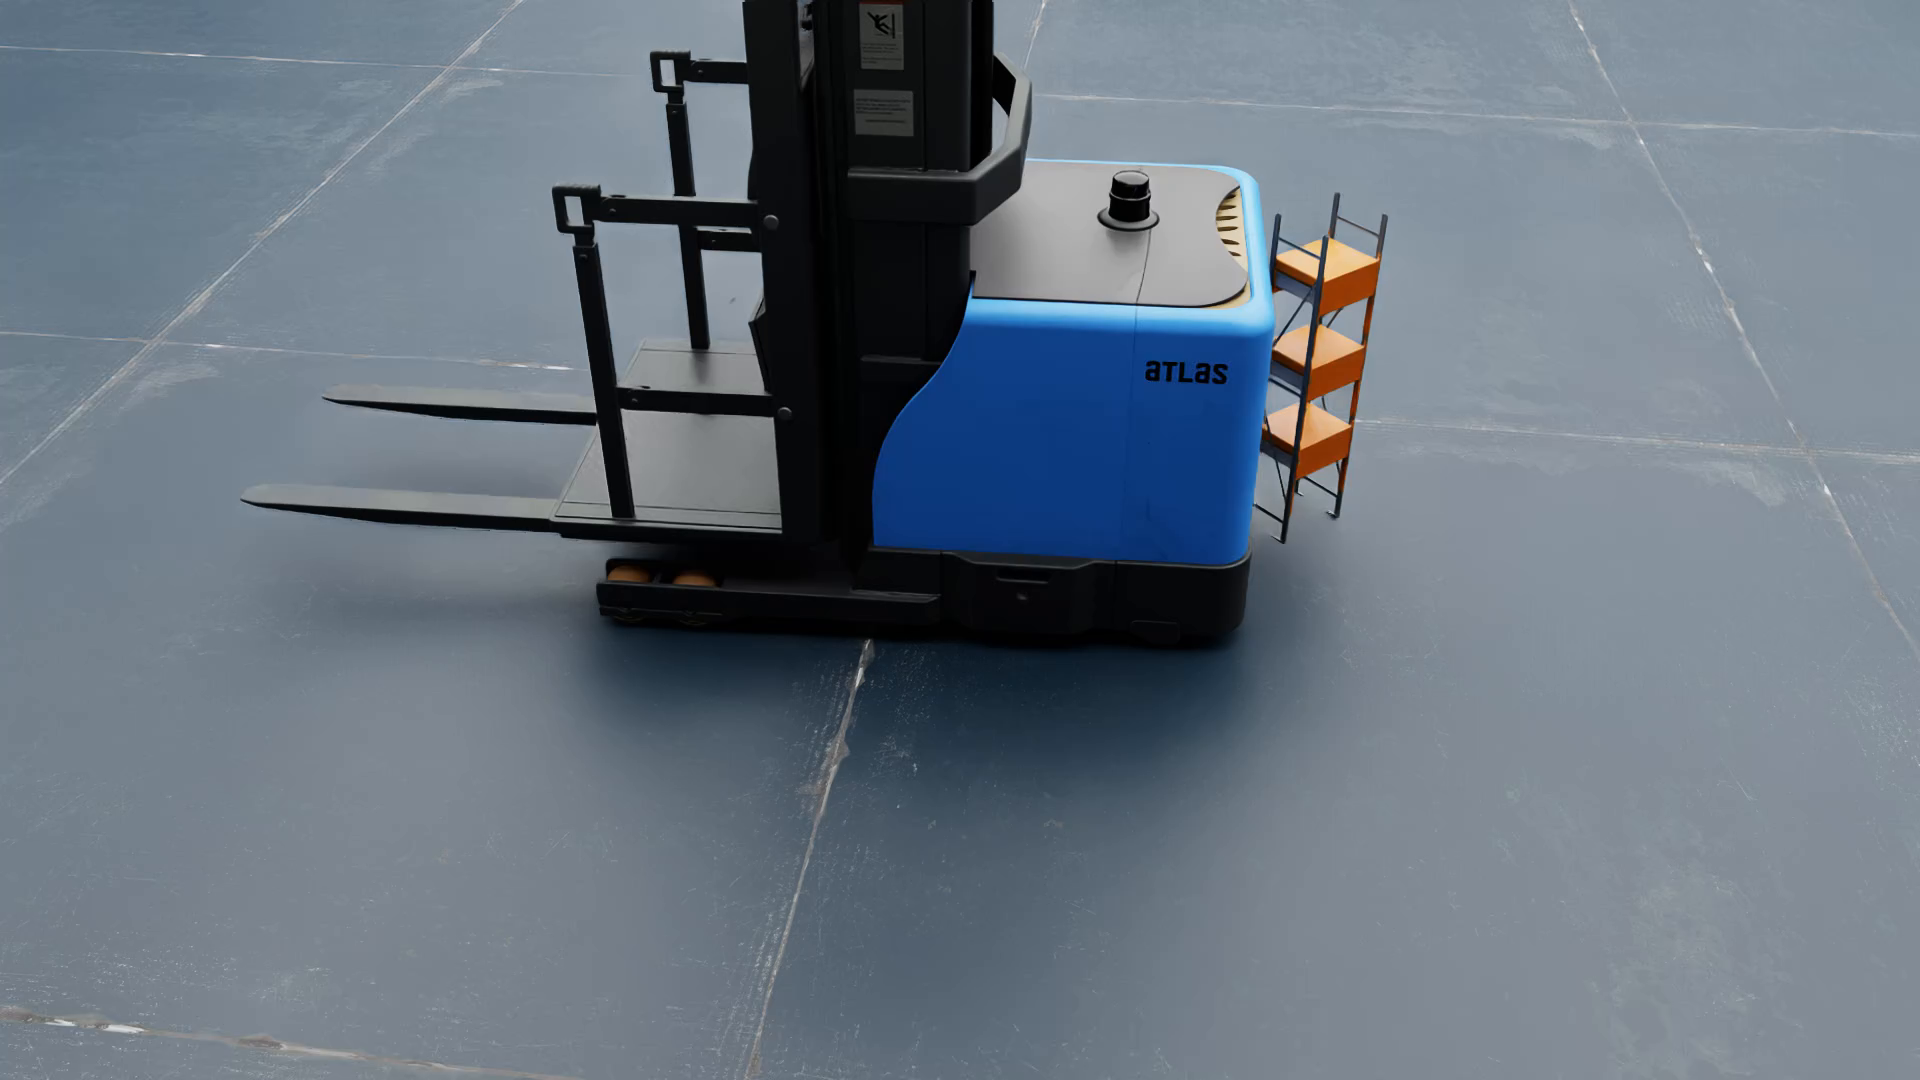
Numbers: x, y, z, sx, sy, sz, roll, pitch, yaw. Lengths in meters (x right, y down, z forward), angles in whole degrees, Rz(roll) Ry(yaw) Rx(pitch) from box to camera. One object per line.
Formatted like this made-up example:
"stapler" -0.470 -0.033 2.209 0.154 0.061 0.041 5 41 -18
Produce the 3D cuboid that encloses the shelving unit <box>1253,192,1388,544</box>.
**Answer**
"shelving unit" 1.061 -0.503 5.050 0.252 1.050 0.215 -23 42 -29

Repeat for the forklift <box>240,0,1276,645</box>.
"forklift" -0.646 -1.243 4.469 3.031 2.935 1.130 3 36 4

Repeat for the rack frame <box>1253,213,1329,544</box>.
"rack frame" 0.963 -0.461 4.991 0.008 1.050 0.200 -23 42 -29

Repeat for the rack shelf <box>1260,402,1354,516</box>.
"rack shelf" 1.060 -0.268 5.218 0.240 0.259 0.215 -23 42 -29

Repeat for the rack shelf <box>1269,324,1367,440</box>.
"rack shelf" 1.061 -0.494 5.057 0.240 0.259 0.215 -23 42 -29

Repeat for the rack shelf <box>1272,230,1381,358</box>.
"rack shelf" 1.061 -0.726 4.892 0.240 0.259 0.215 -23 42 -29

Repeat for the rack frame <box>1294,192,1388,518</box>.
"rack frame" 1.158 -0.545 5.110 0.008 1.050 0.200 -23 42 -29
